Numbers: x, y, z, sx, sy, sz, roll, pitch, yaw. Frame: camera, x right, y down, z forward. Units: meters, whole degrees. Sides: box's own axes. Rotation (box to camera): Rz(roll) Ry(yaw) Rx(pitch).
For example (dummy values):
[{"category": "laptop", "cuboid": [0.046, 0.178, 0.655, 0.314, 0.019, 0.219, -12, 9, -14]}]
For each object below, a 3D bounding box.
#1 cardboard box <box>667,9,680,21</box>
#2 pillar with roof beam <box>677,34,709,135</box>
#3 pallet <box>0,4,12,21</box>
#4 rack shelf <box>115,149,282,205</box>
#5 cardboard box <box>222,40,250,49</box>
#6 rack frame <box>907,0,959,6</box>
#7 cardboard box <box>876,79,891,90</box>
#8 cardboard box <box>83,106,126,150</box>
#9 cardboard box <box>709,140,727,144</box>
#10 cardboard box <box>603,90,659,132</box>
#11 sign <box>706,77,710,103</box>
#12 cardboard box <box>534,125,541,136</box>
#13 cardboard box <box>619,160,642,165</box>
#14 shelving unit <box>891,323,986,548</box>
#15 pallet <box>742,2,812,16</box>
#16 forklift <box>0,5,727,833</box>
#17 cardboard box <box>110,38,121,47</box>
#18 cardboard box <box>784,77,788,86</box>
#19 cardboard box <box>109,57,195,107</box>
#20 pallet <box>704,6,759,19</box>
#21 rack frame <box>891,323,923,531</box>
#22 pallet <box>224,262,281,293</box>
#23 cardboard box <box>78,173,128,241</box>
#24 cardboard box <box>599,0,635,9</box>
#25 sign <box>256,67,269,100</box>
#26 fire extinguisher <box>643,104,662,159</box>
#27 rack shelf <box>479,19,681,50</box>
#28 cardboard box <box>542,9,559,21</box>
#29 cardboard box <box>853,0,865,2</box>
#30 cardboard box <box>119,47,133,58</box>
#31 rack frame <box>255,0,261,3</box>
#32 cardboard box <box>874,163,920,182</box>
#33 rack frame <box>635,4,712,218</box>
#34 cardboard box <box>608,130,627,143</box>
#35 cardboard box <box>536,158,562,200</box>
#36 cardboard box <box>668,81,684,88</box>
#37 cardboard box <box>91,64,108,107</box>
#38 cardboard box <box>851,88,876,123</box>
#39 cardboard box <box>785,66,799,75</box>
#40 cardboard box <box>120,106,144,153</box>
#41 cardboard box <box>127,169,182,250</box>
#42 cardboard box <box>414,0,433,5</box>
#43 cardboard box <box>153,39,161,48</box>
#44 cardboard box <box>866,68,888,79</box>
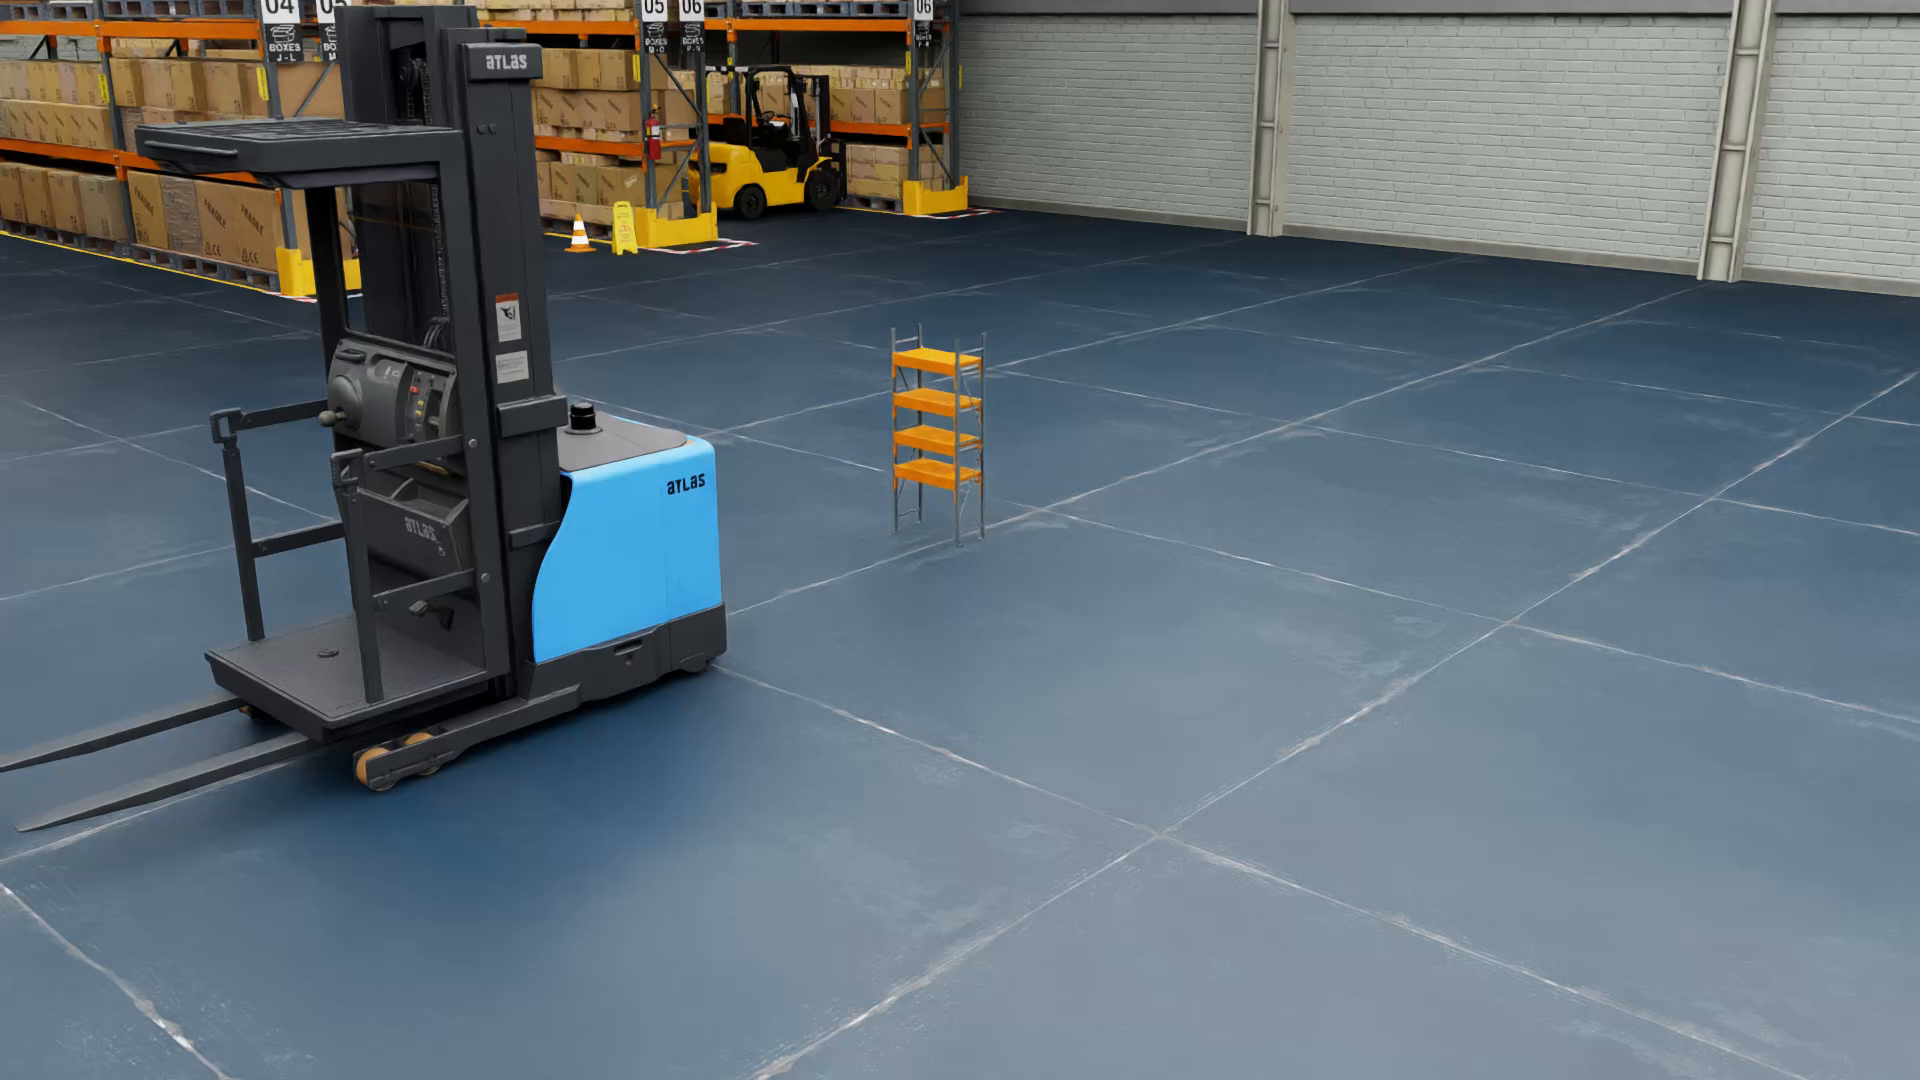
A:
[{"category": "cardboard box", "cuboid": [-3.712, -6.797, 21.526, 0.250, 0.149, 0.380, 15, 23, 39]}, {"category": "pillar with roof beam", "cuboid": [-7.655, -9.905, 25.944, 0.400, 9.000, 9.100, 15, 23, 39]}, {"category": "pallet", "cuboid": [-12.356, -7.035, 22.175, 1.003, 0.211, 1.213, 16, 24, 42]}, {"category": "rack shelf", "cuboid": [-8.386, -4.265, 19.282, 4.000, 0.370, 1.077, 15, 23, 39]}, {"category": "cardboard box", "cuboid": [-12.719, -8.712, 29.213, 0.250, 0.149, 0.380, 15, 23, 38]}, {"category": "rack frame", "cuboid": [-0.388, -9.330, 24.134, 0.127, 3.000, 1.000, 15, 23, 39]}, {"category": "cardboard box", "cuboid": [-1.044, -6.878, 25.089, 0.250, 0.149, 0.380, 16, 23, 40]}, {"category": "cardboard box", "cuboid": [-10.449, -5.102, 20.563, 0.500, 0.500, 0.500, 15, 23, 39]}, {"category": "cardboard box", "cuboid": [-3.777, -6.444, 28.190, 0.625, 0.625, 0.875, 16, 24, 42]}, {"category": "cardboard box", "cuboid": [-4.268, -5.583, 21.588, 0.500, 0.500, 0.500, 15, 23, 38]}, {"category": "sign", "cuboid": [-3.320, -5.882, 21.757, 0.005, 0.325, 0.100, 15, 23, 39]}, {"category": "cardboard box", "cuboid": [-5.698, -5.635, 22.825, 0.250, 0.149, 0.380, 15, 23, 40]}, {"category": "cardboard box", "cuboid": [-4.511, -4.927, 22.789, 0.500, 0.500, 0.500, 14, 22, 37]}, {"category": "shelving unit", "cuboid": [-0.124, -0.605, 9.535, 0.503, 1.200, 0.258, 15, 23, 39]}, {"category": "pallet", "cuboid": [-2.724, -8.496, 26.611, 1.213, 0.211, 1.003, 15, 23, 39]}, {"category": "forklift", "cuboid": [-2.454, -0.588, 6.618, 1.130, 2.935, 3.031, 16, 23, 40]}, {"category": "cardboard box", "cuboid": [-15.565, -9.259, 30.937, 0.250, 0.149, 0.380, 16, 23, 40]}, {"category": "cardboard box", "cuboid": [-2.577, -7.290, 26.386, 0.250, 0.149, 0.380, 15, 23, 39]}, {"category": "cardboard box", "cuboid": [-9.628, -5.514, 19.995, 0.550, 0.550, 0.875, 15, 23, 39]}, {"category": "pallet", "cuboid": [-4.048, -8.786, 27.696, 1.217, 0.209, 0.805, 14, 22, 37]}, {"category": "rack frame", "cuboid": [-0.306, -0.654, 9.689, 0.015, 1.200, 0.240, 15, 23, 39]}, {"category": "pallet", "cuboid": [-7.540, -3.020, 18.780, 1.213, 0.211, 1.003, 15, 23, 39]}, {"category": "cardboard box", "cuboid": [-10.405, -4.242, 21.044, 0.750, 0.750, 1.050, 15, 23, 39]}, {"category": "cardboard box", "cuboid": [-4.241, -6.889, 21.156, 0.500, 0.250, 0.500, 15, 23, 39]}, {"category": "sign", "cuboid": [-7.260, -4.751, 17.319, 0.005, 0.325, 0.100, 15, 23, 39]}, {"category": "fire extinguisher", "cuboid": [-3.900, -5.183, 21.111, 0.183, 0.674, 0.296, 15, 23, 39]}, {"category": "rack shelf", "cuboid": [-5.175, -6.835, 22.421, 4.000, 0.370, 1.077, 15, 23, 39]}, {"category": "cardboard box", "cuboid": [-5.310, -6.963, 22.051, 0.250, 0.149, 0.380, 15, 23, 39]}, {"category": "cardboard box", "cuboid": [-1.399, -8.233, 24.998, 0.258, 0.266, 0.396, 15, 23, 39]}, {"category": "cardboard box", "cuboid": [-15.086, -8.821, 30.628, 0.500, 0.500, 0.500, 14, 23, 38]}, {"category": "rack frame", "cuboid": [-6.890, -7.066, 17.000, 0.127, 3.000, 1.000, 15, 23, 39]}, {"category": "cardboard box", "cuboid": [-0.959, -5.625, 25.404, 0.500, 0.250, 0.500, 15, 23, 39]}, {"category": "rack frame", "cuboid": [-3.680, -5.347, 21.501, 0.127, 3.000, 1.000, 15, 23, 39]}, {"category": "cardboard box", "cuboid": [-4.364, -5.280, 21.704, 0.250, 0.149, 0.380, 15, 23, 39]}, {"category": "cardboard box", "cuboid": [-5.614, -5.008, 23.045, 0.500, 0.500, 0.500, 17, 24, 42]}, {"category": "cardboard box", "cuboid": [-4.684, -7.687, 28.296, 0.500, 0.250, 0.500, 16, 23, 40]}, {"category": "cardboard box", "cuboid": [-10.257, -5.632, 20.582, 0.500, 0.500, 0.700, 15, 23, 38]}, {"category": "cardboard box", "cuboid": [-1.312, -6.664, 25.486, 0.500, 0.500, 0.500, 16, 24, 41]}, {"category": "cardboard box", "cuboid": [-2.549, -7.439, 26.364, 0.250, 0.149, 0.380, 15, 23, 38]}, {"category": "cardboard box", "cuboid": [-9.598, -5.010, 20.191, 0.550, 0.550, 0.875, 15, 23, 39]}, {"category": "cardboard box", "cuboid": [-9.457, -4.055, 20.249, 0.875, 0.875, 0.875, 15, 23, 40]}, {"category": "cardboard box", "cuboid": [-7.580, -7.896, 24.127, 0.500, 0.250, 0.500, 15, 23, 40]}, {"category": "cardboard box", "cuboid": [-14.204, -8.896, 29.795, 0.250, 0.149, 0.380, 15, 23, 39]}, {"category": "cardboard box", "cuboid": [-1.214, -7.082, 25.240, 0.250, 0.149, 0.380, 16, 23, 40]}]
